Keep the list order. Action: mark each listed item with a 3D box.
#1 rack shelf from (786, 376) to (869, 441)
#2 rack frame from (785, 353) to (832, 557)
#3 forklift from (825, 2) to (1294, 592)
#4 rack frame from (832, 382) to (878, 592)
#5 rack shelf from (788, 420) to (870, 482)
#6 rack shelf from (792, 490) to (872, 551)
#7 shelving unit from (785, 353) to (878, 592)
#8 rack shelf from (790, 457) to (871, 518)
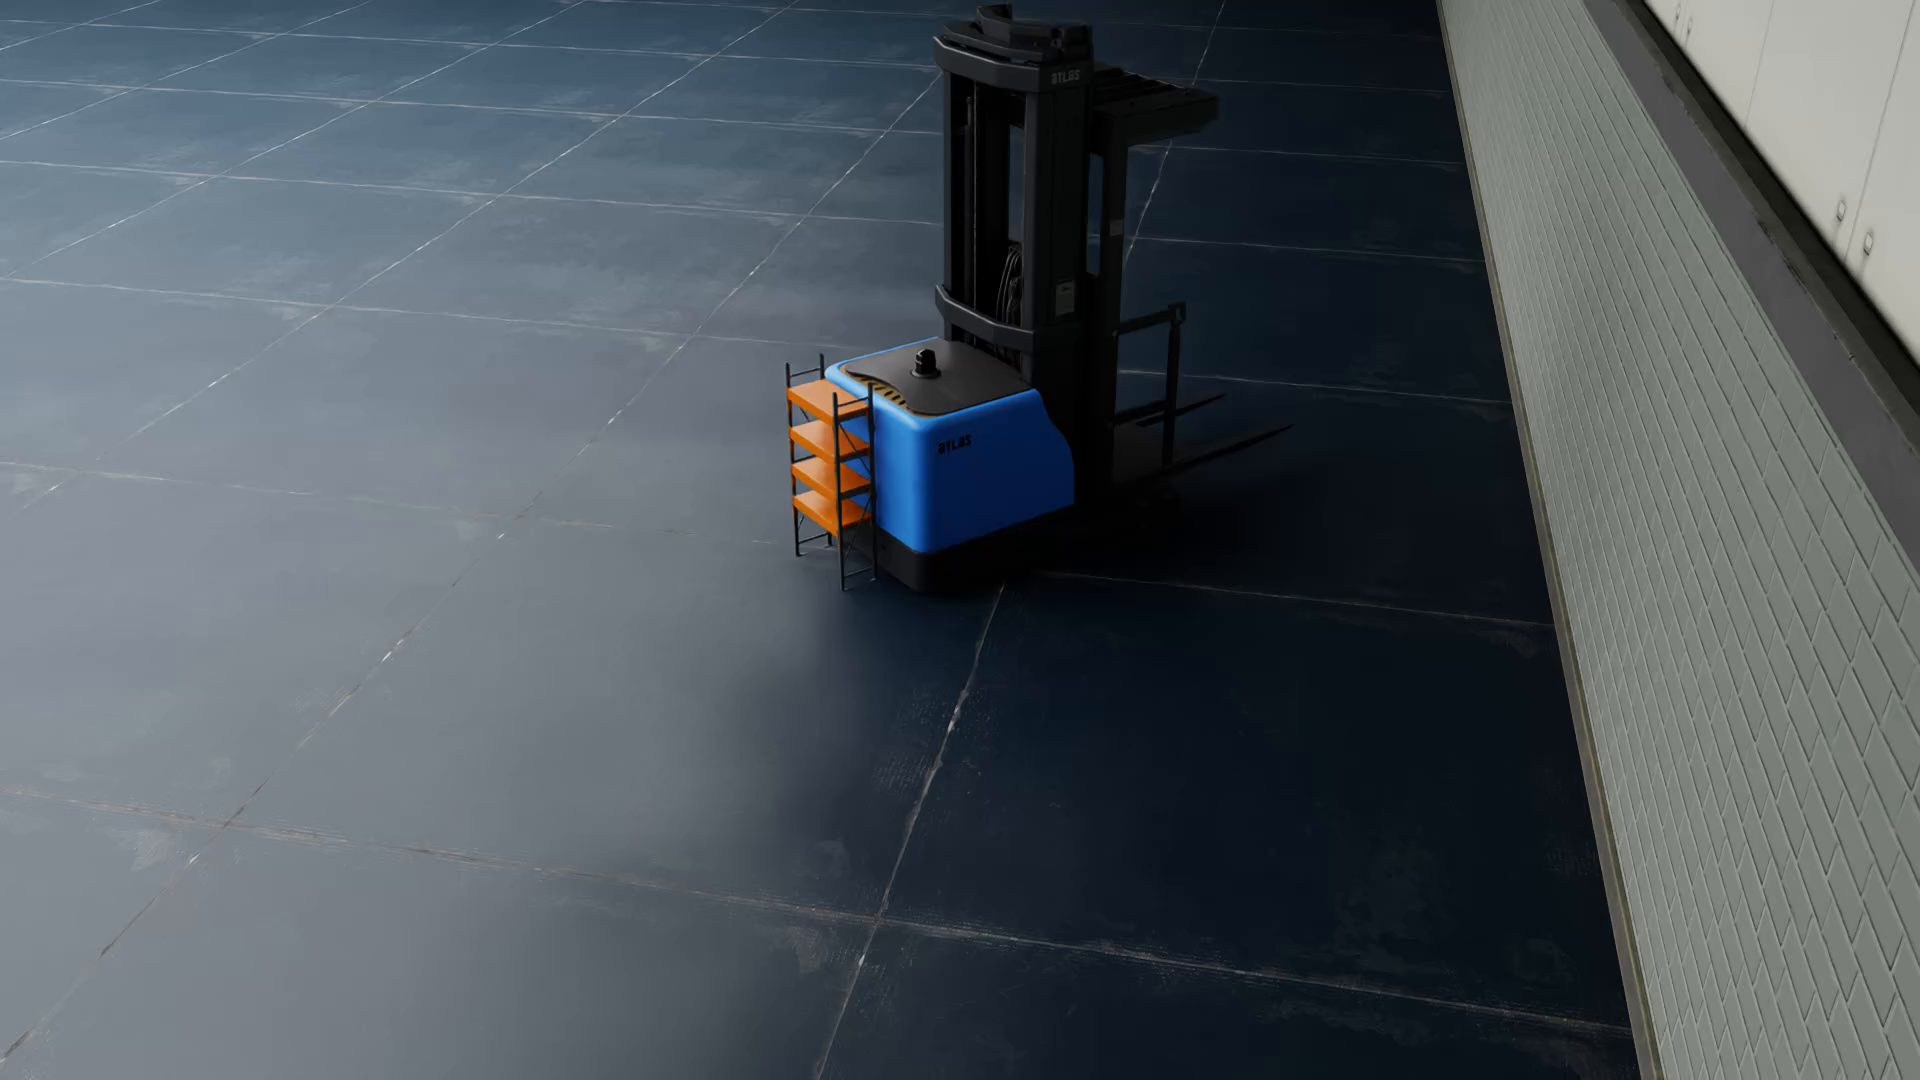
[{"bbox_3d":[-0.706,-0.712,8.983,0.258,0.148,0.480,-19,34,-31],"label":"rack shelf"},{"bbox_3d":[-0.848,-0.463,9.346,0.240,1.200,0.015,-19,34,-31],"label":"rack frame"},{"bbox_3d":[0.718,-1.544,9.518,3.031,2.935,1.130,-19,34,-31],"label":"forklift"},{"bbox_3d":[-0.563,-0.273,8.998,0.240,1.200,0.015,-19,34,-31],"label":"rack frame"},{"bbox_3d":[-0.706,-0.505,9.097,0.258,0.148,0.480,-19,34,-31],"label":"rack shelf"},{"bbox_3d":[-0.706,-0.135,9.300,0.258,0.148,0.480,-19,34,-31],"label":"rack shelf"},{"bbox_3d":[-0.706,-0.368,9.172,0.258,1.200,0.503,-19,34,-31],"label":"shelving unit"},{"bbox_3d":[-0.706,-0.309,9.204,0.258,0.148,0.480,-19,34,-31],"label":"rack shelf"}]
